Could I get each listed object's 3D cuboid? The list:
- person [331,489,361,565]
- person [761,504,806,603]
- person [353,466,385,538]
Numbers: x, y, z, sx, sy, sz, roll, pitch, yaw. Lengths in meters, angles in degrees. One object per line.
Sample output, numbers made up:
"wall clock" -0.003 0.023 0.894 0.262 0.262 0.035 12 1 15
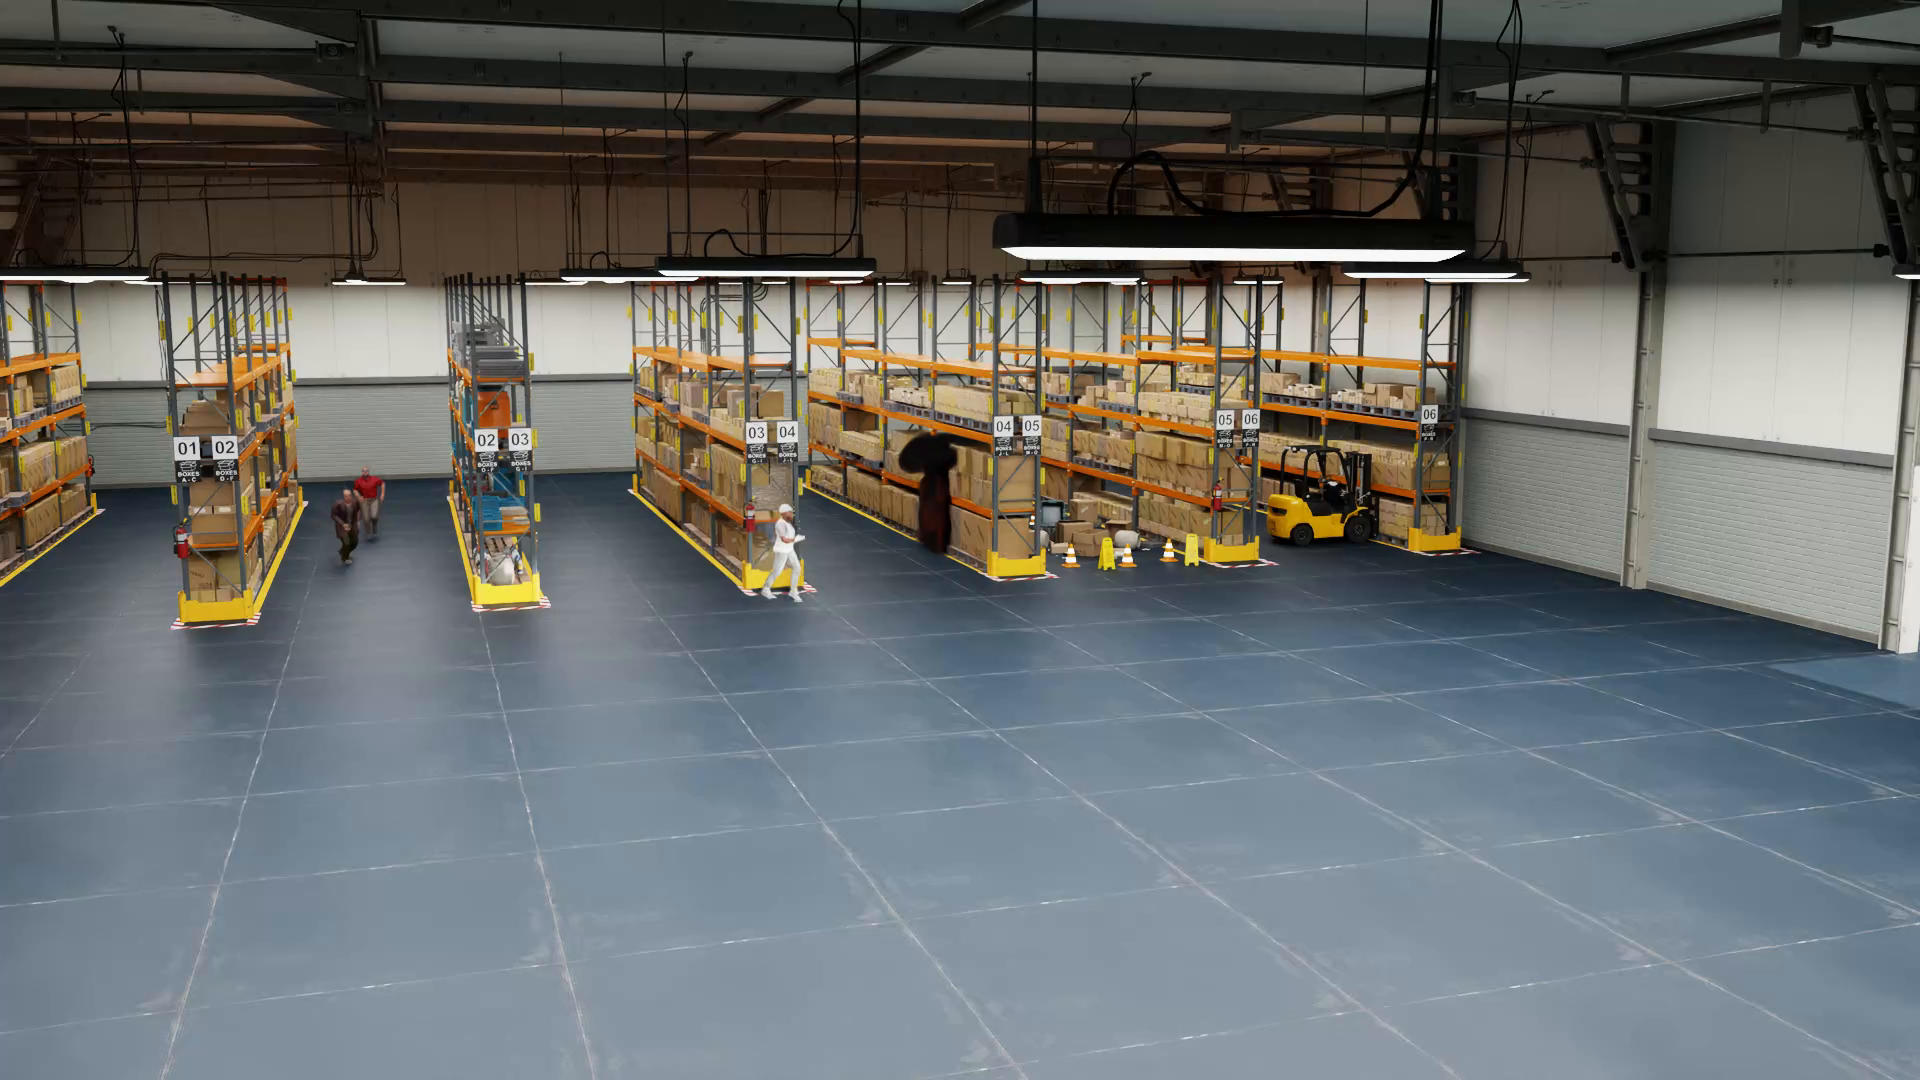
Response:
"person" -12.810 -0.290 34.614 0.895 1.616 0.676 8 12 42
"person" -3.227 0.254 30.479 0.879 1.841 0.642 2 9 16
"person" -13.547 -0.850 38.129 0.672 1.681 0.692 -2 9 -13
